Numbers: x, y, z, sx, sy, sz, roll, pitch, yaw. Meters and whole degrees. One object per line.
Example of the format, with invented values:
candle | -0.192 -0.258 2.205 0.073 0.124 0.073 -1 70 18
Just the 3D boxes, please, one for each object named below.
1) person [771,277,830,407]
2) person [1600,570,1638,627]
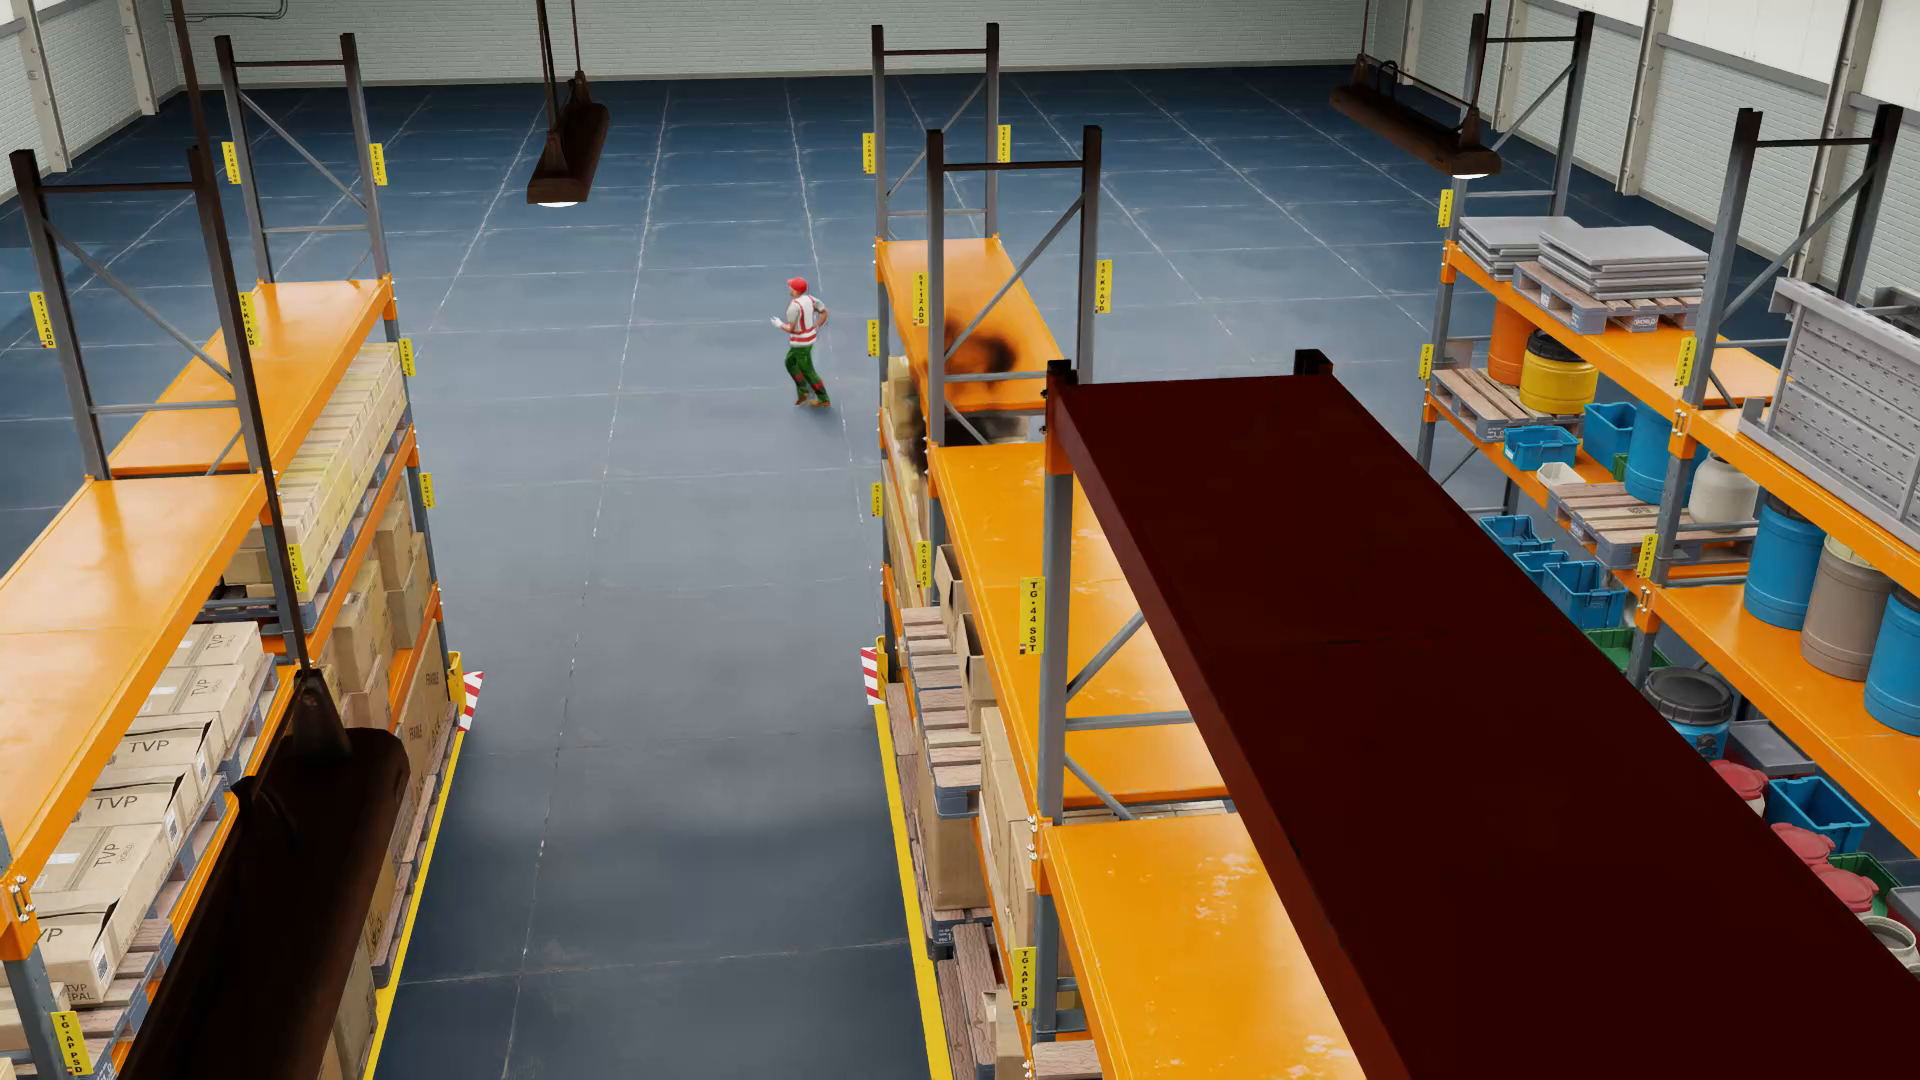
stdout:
person | -2.092 -2.554 21.830 0.746 1.833 0.616 8 27 15
person | 6.343 0.387 15.761 0.609 1.716 0.903 -3 26 -6
